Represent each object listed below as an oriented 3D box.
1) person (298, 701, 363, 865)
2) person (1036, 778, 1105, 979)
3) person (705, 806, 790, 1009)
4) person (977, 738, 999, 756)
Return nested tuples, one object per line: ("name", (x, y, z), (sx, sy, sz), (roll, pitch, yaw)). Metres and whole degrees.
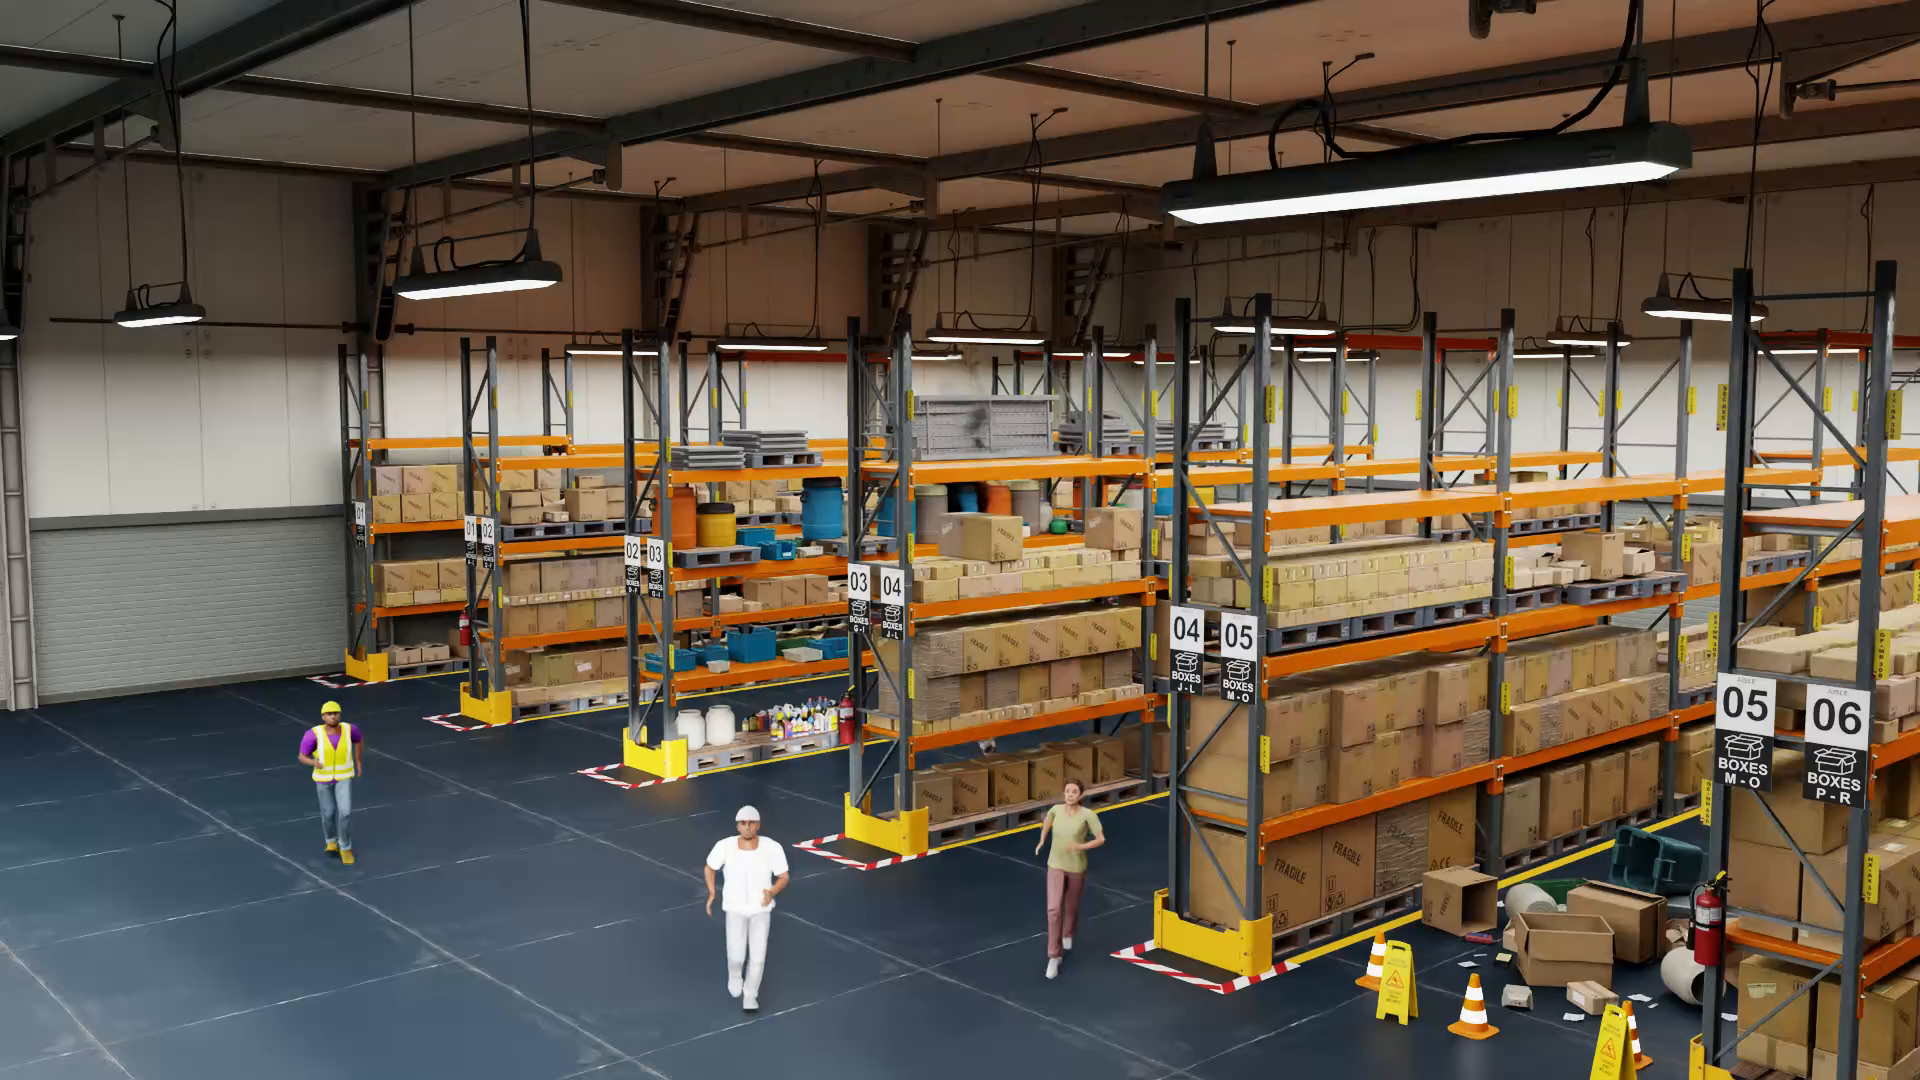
("person", (-6.893, 2.667, 18.267), (0.680, 1.824, 0.759), (-2, 6, -22))
("person", (0.989, 2.982, 14.967), (0.629, 1.692, 0.903), (1, 5, 9))
("person", (-1.764, 3.071, 13.812), (0.705, 1.725, 0.581), (-1, 5, -8))
("person", (0.298, 2.260, 22.580), (0.692, 1.784, 0.606), (-5, 7, -42))
